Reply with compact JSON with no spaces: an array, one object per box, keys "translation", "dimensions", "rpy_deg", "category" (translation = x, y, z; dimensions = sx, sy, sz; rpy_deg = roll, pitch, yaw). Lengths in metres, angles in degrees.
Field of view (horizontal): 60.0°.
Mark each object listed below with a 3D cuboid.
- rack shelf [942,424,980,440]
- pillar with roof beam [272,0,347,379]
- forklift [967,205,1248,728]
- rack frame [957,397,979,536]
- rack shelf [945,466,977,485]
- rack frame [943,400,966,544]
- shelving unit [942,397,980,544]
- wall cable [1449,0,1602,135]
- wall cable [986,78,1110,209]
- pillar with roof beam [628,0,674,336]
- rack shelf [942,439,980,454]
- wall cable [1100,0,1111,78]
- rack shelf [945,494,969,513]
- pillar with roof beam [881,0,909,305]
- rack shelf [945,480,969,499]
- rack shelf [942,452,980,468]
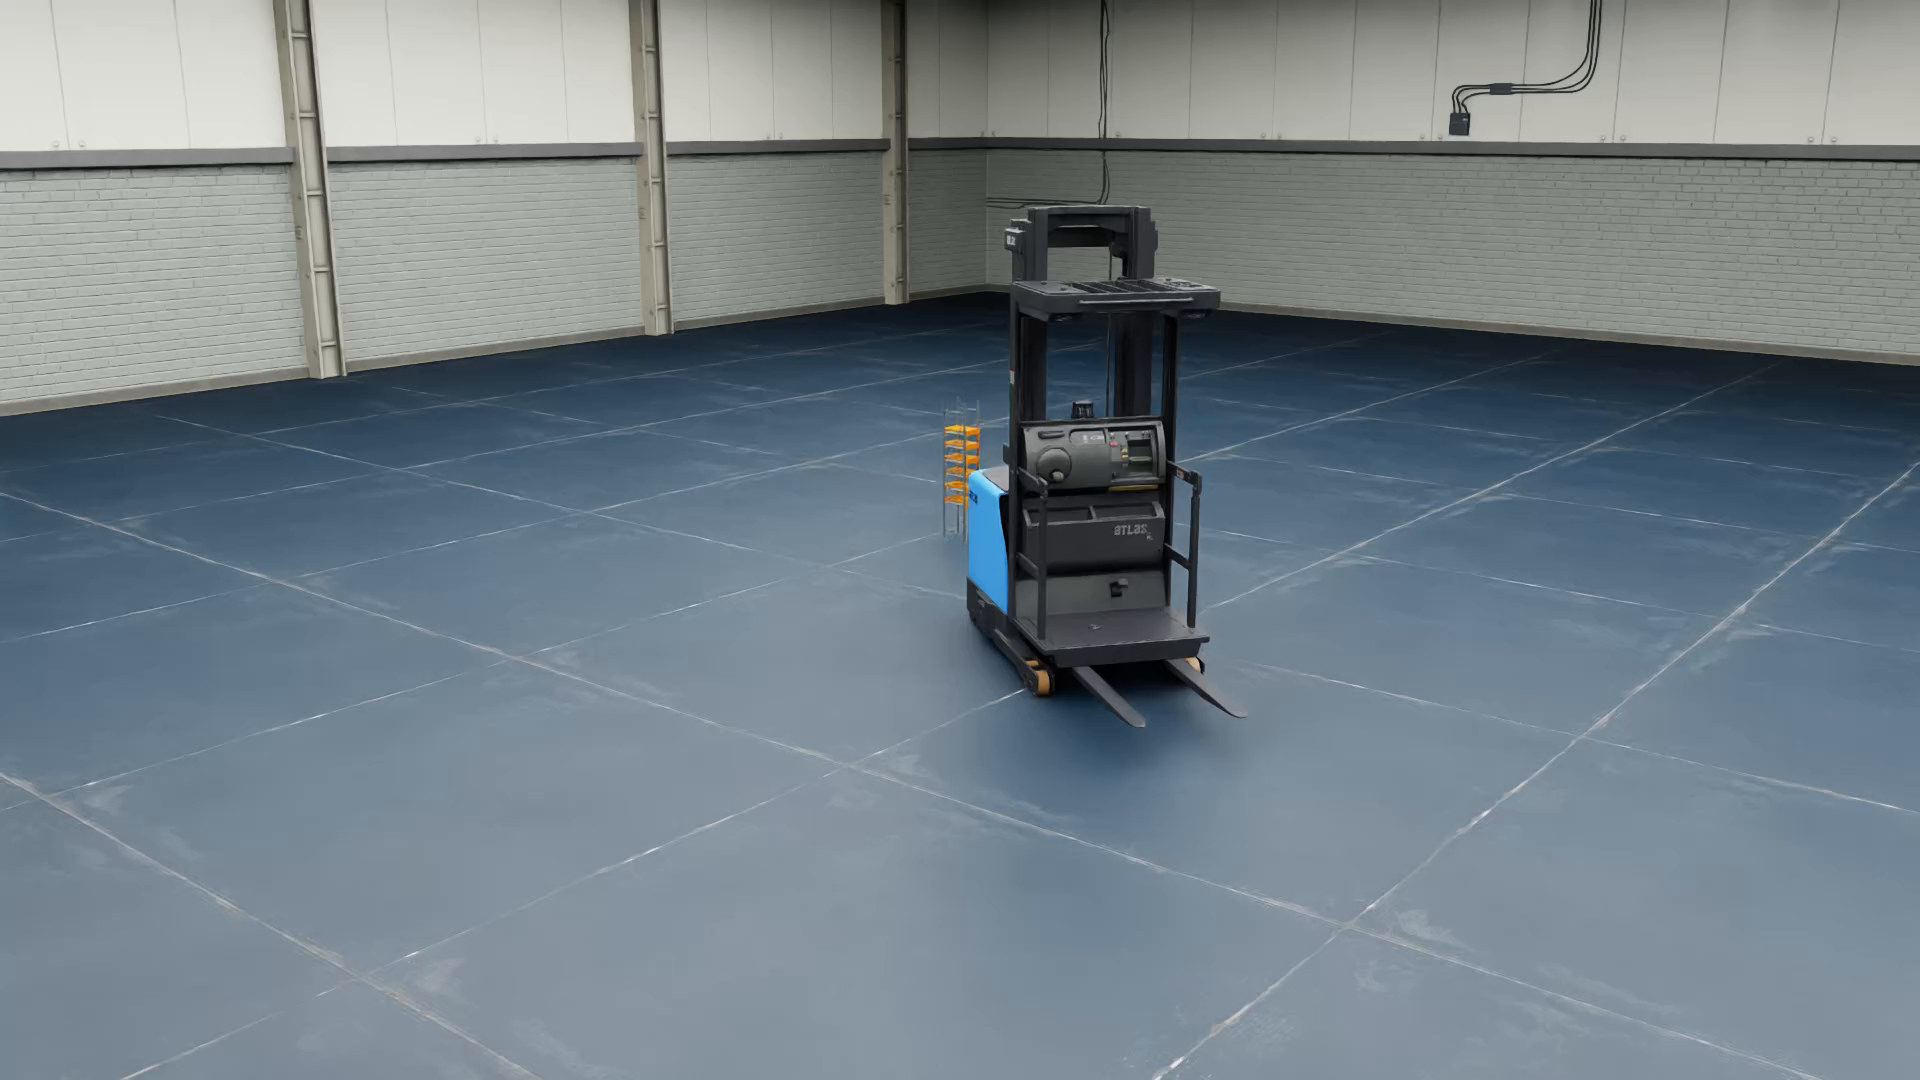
[{"translation":[0.009,-0.890,13.908],"dimensions":[0.258,0.103,0.180],"rpy_deg":[11,18,38],"category":"rack shelf"},{"translation":[-5.414,-5.964,19.324],"dimensions":[9.100,9.000,0.400],"rpy_deg":[11,18,38],"category":"pillar with roof beam"},{"translation":[0.912,-0.555,10.356],"dimensions":[1.130,2.935,3.031],"rpy_deg":[-4,15,-14],"category":"forklift"},{"translation":[0.067,-0.602,14.055],"dimensions":[0.240,1.200,0.006],"rpy_deg":[11,18,38],"category":"rack frame"},{"translation":[0.009,-0.541,13.997],"dimensions":[0.258,0.103,0.180],"rpy_deg":[11,18,38],"category":"rack shelf"},{"translation":[-0.048,-0.567,13.917],"dimensions":[0.240,1.200,0.006],"rpy_deg":[11,18,38],"category":"rack frame"},{"translation":[0.009,-0.584,13.986],"dimensions":[0.258,1.200,0.189],"rpy_deg":[11,18,38],"category":"shelving unit"},{"translation":[9.034,-9.464,26.194],"dimensions":[2.305,6.003,0.169],"rpy_deg":[11,18,38],"category":"wall cable"},{"translation":[1.659,-7.783,32.790],"dimensions":[3.097,2.526,0.112],"rpy_deg":[11,18,38],"category":"wall cable"},{"translation":[-1.643,-7.113,23.847],"dimensions":[9.100,9.000,0.400],"rpy_deg":[11,18,38],"category":"pillar with roof beam"},{"translation":[0.009,-0.774,13.938],"dimensions":[0.258,0.103,0.180],"rpy_deg":[11,18,38],"category":"rack shelf"},{"translation":[3.764,-9.812,30.520],"dimensions":[3.097,2.526,0.112],"rpy_deg":[11,18,38],"category":"wall cable"},{"translation":[0.009,-0.309,14.056],"dimensions":[0.258,0.103,0.180],"rpy_deg":[11,18,38],"category":"rack shelf"},{"translation":[2.128,-8.262,28.370],"dimensions":[9.100,9.000,0.400],"rpy_deg":[11,18,38],"category":"pillar with roof beam"},{"translation":[0.009,-0.425,14.027],"dimensions":[0.258,0.103,0.180],"rpy_deg":[11,18,38],"category":"rack shelf"},{"translation":[0.009,-0.658,13.968],"dimensions":[0.258,0.103,0.180],"rpy_deg":[11,18,38],"category":"rack shelf"}]
